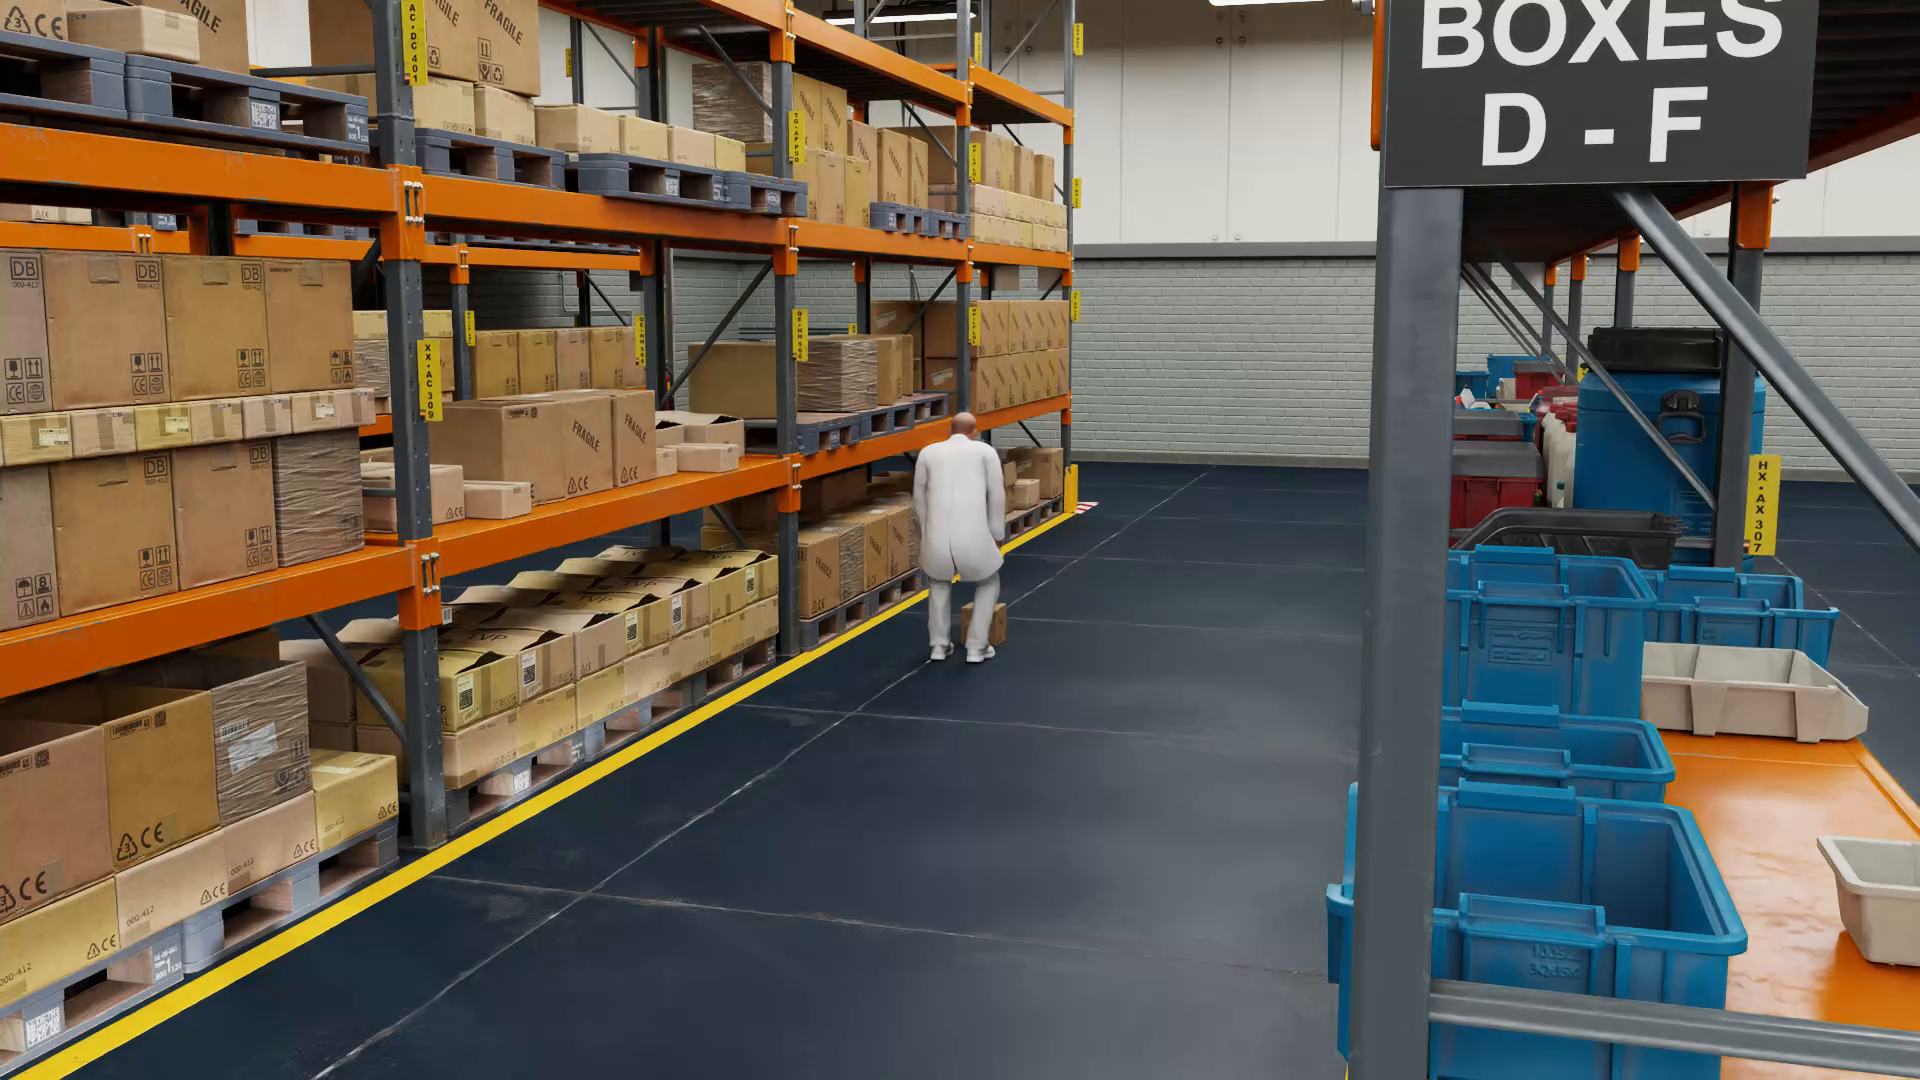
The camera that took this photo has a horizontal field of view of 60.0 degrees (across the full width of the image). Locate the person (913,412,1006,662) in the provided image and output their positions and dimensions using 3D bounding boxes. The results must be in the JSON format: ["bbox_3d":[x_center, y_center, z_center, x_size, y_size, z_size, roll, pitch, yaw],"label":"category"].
[{"bbox_3d":[-0.020,-0.022,10.725,0.623,1.588,0.588,2,9,17],"label":"person"}]
